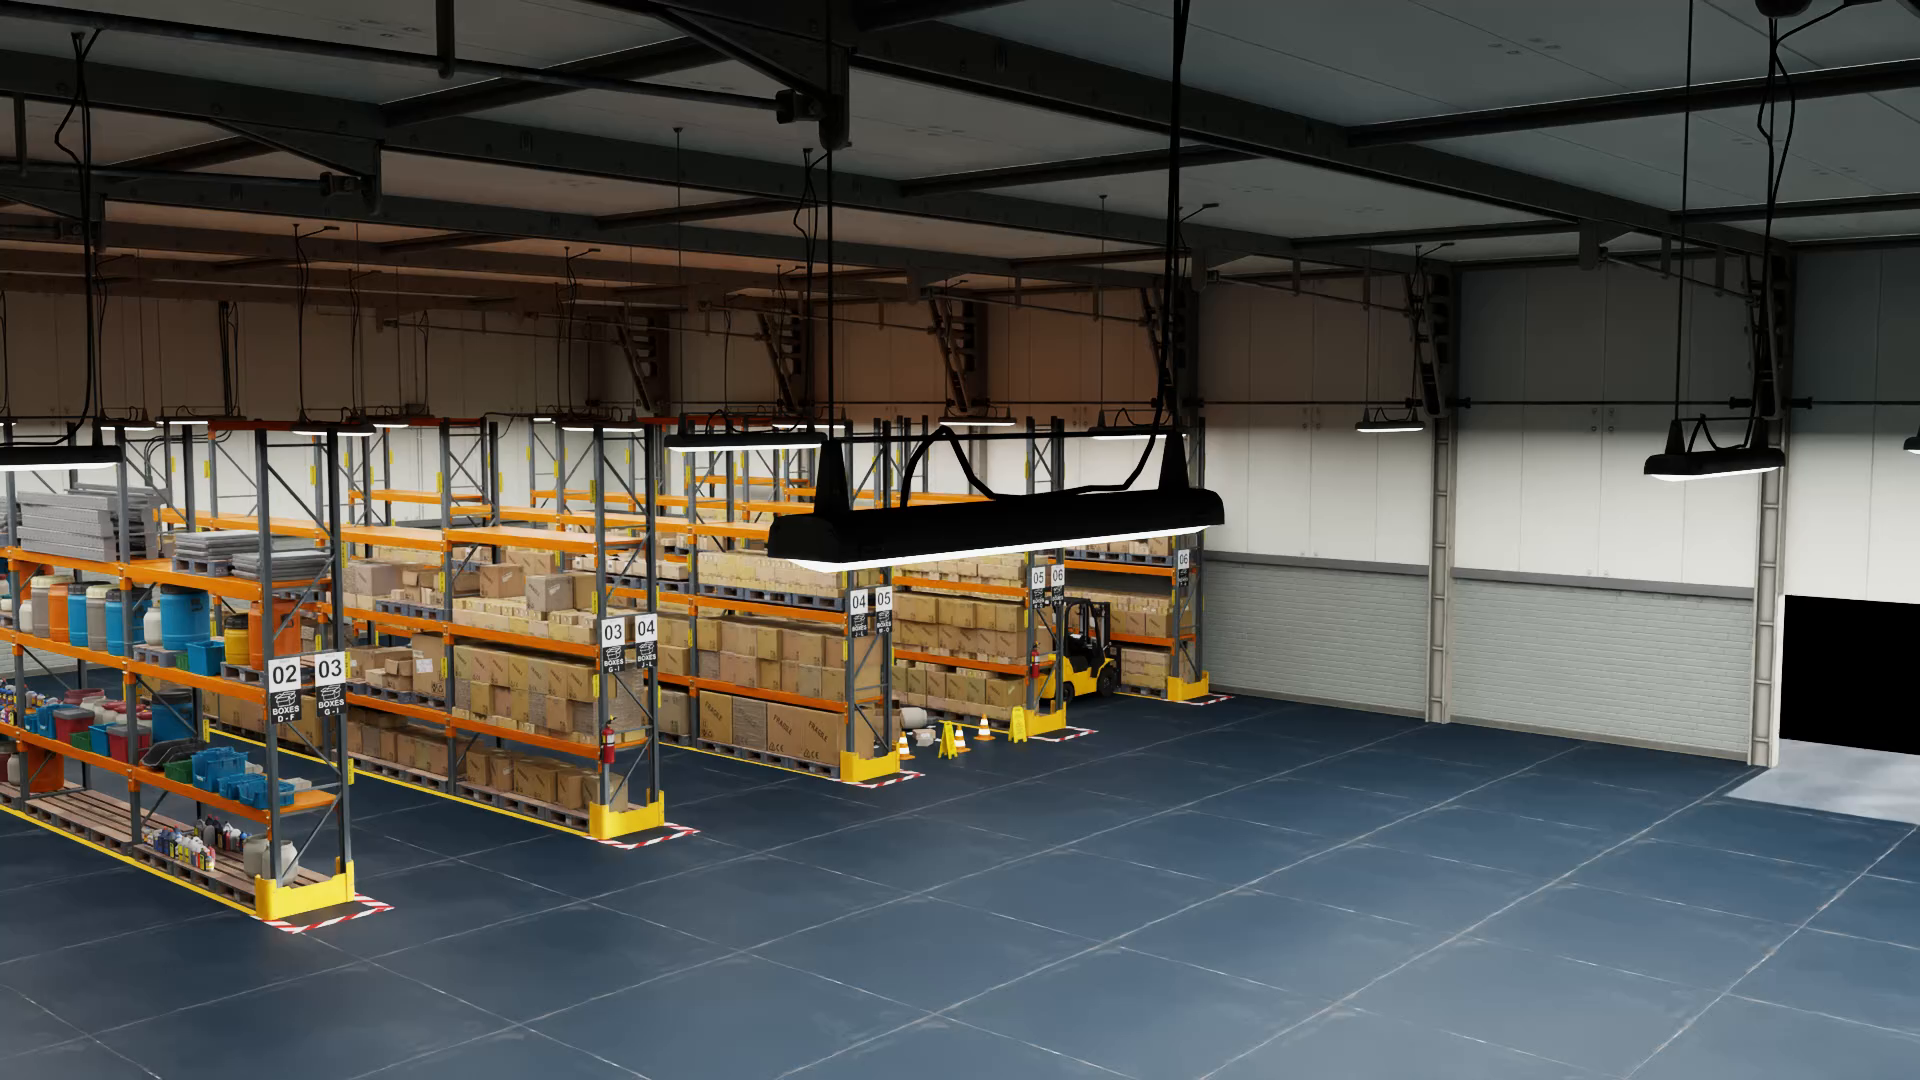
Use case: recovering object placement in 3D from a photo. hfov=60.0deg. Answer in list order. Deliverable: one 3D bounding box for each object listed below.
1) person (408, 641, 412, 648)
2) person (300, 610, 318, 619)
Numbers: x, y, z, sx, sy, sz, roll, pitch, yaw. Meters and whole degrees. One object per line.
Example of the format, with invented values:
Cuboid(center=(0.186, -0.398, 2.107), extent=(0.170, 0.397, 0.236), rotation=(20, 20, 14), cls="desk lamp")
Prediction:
Cuboid(center=(-14.020, 1.892, 42.871), extent=(0.603, 1.751, 0.923), rotation=(1, 5, 17), cls="person")
Cuboid(center=(-15.078, 2.256, 38.487), extent=(0.632, 1.754, 0.963), rotation=(-2, 5, -19), cls="person")
